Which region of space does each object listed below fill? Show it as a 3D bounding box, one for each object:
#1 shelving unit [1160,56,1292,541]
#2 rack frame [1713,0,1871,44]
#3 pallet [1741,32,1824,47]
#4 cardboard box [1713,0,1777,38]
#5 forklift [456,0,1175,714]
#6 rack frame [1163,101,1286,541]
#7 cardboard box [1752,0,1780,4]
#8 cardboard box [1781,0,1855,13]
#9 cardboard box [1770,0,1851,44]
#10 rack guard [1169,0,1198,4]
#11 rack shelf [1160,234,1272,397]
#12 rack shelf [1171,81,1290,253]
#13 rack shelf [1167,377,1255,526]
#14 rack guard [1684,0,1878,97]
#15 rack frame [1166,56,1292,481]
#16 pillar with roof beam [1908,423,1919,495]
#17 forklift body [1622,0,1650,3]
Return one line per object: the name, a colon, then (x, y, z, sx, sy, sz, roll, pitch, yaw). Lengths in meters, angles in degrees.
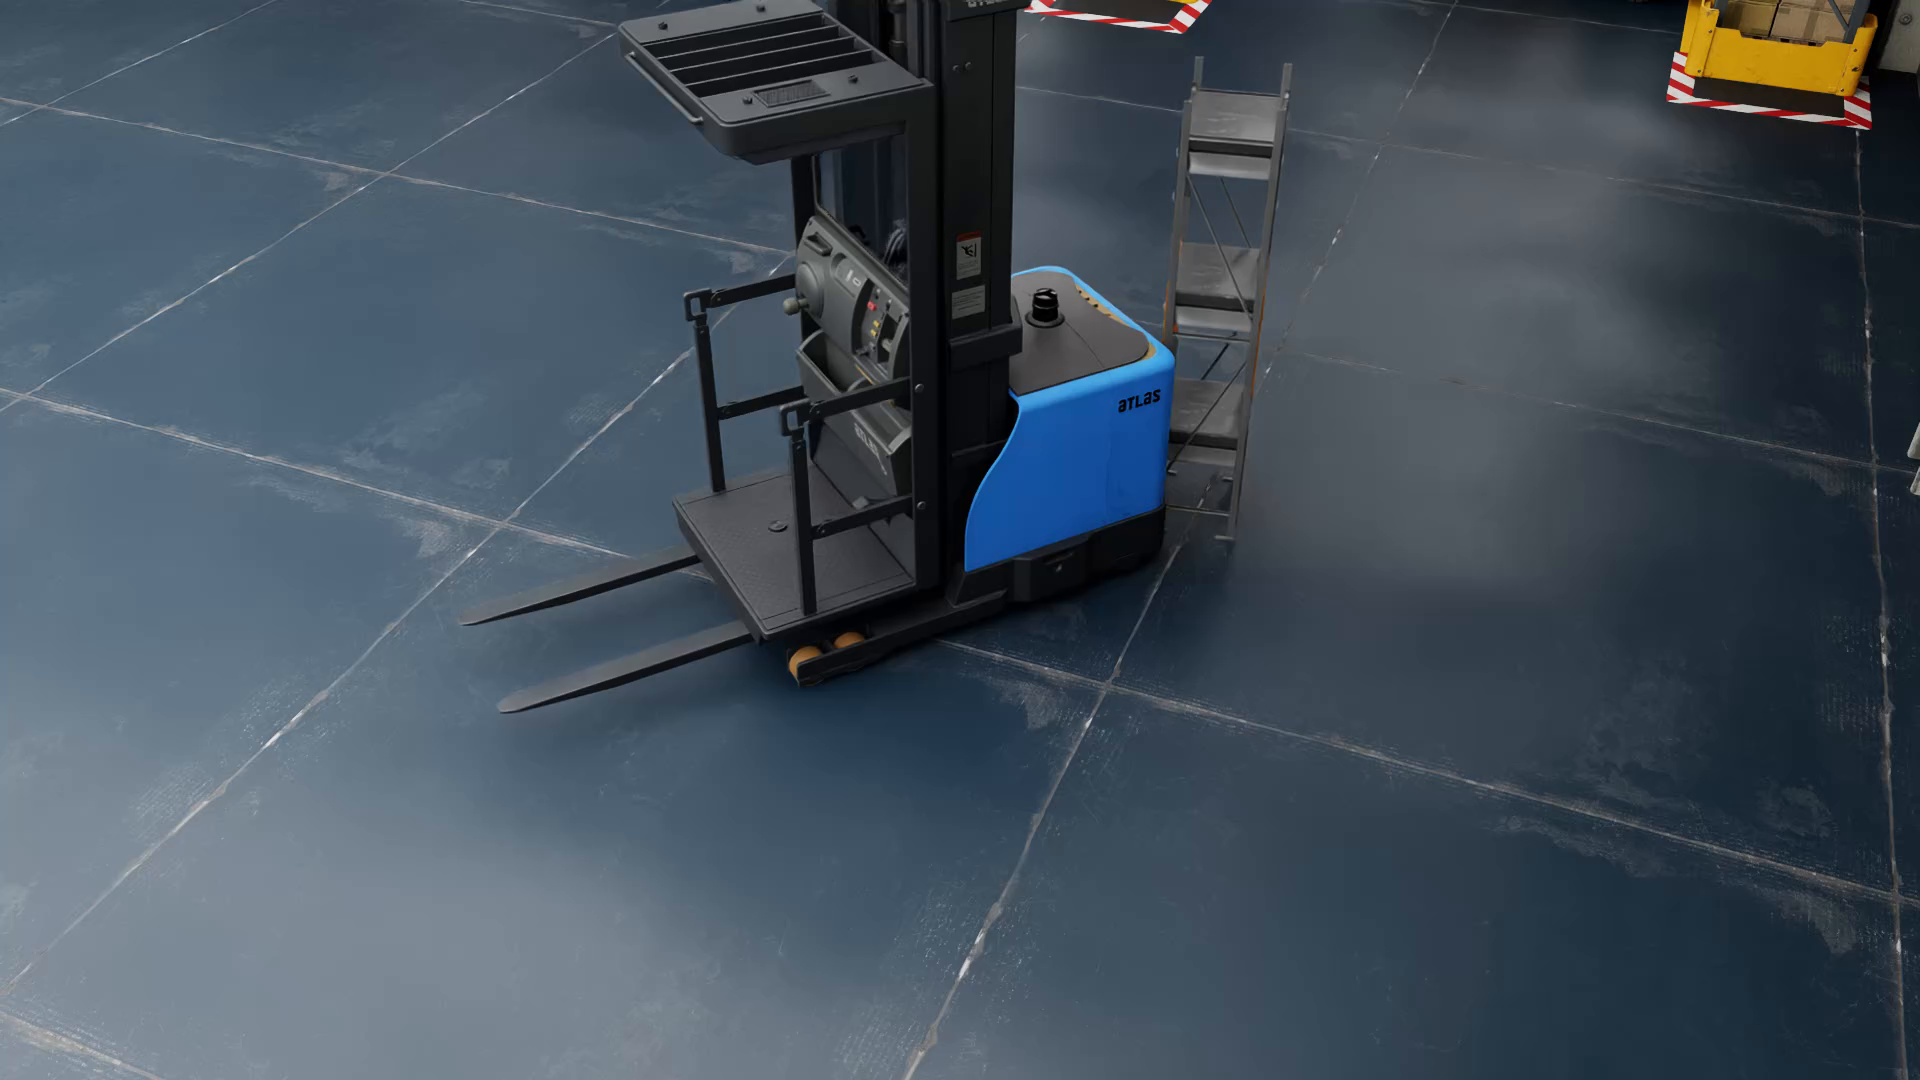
shelving unit: (1.128, -1.008, 7.345, 0.431, 2.100, 0.503, 7, 37, 9)
rack frame: (6.009, -4.644, 11.458, 1.000, 3.000, 0.127, 14, 39, 18)
pallet: (6.261, -3.960, 12.872, 1.003, 0.211, 1.213, 14, 39, 18)
cardboard box: (5.895, -4.043, 12.600, 0.500, 0.250, 0.500, 14, 39, 18)
forklift: (-0.616, -0.928, 6.544, 3.031, 2.935, 1.130, -18, 40, -22)
rack frame: (1.079, -0.865, 7.154, 0.400, 2.100, 0.015, 7, 37, 9)
cardboard box: (5.905, -4.252, 12.462, 0.500, 0.250, 0.500, 13, 39, 17)
cardboard box: (6.380, -4.124, 12.291, 0.500, 0.250, 0.500, 15, 39, 19)
cardboard box: (6.376, -3.939, 12.460, 0.500, 0.250, 0.500, 14, 39, 18)
rack guard: (1.446, -4.814, 13.773, 1.175, 0.500, 0.348, 14, 39, 18)
rack shelf: (1.128, -0.997, 7.353, 0.431, 0.518, 0.480, 7, 37, 9)
rack shelf: (1.128, -1.558, 6.934, 0.431, 0.518, 0.480, 7, 37, 9)
rack shelf: (1.128, -0.437, 7.772, 0.431, 0.518, 0.480, 7, 37, 9)
rack guard: (6.000, -3.630, 12.189, 1.175, 0.500, 0.348, 14, 39, 18)
rack frame: (1.178, -1.151, 7.537, 0.400, 2.100, 0.015, 7, 37, 9)
pillar with roof beam: (0.843, -4.886, 6.771, 9.100, 9.000, 0.400, 14, 39, 18)
forklift body: (5.043, -5.770, 13.673, 2.313, 2.155, 1.214, 14, 39, 18)
